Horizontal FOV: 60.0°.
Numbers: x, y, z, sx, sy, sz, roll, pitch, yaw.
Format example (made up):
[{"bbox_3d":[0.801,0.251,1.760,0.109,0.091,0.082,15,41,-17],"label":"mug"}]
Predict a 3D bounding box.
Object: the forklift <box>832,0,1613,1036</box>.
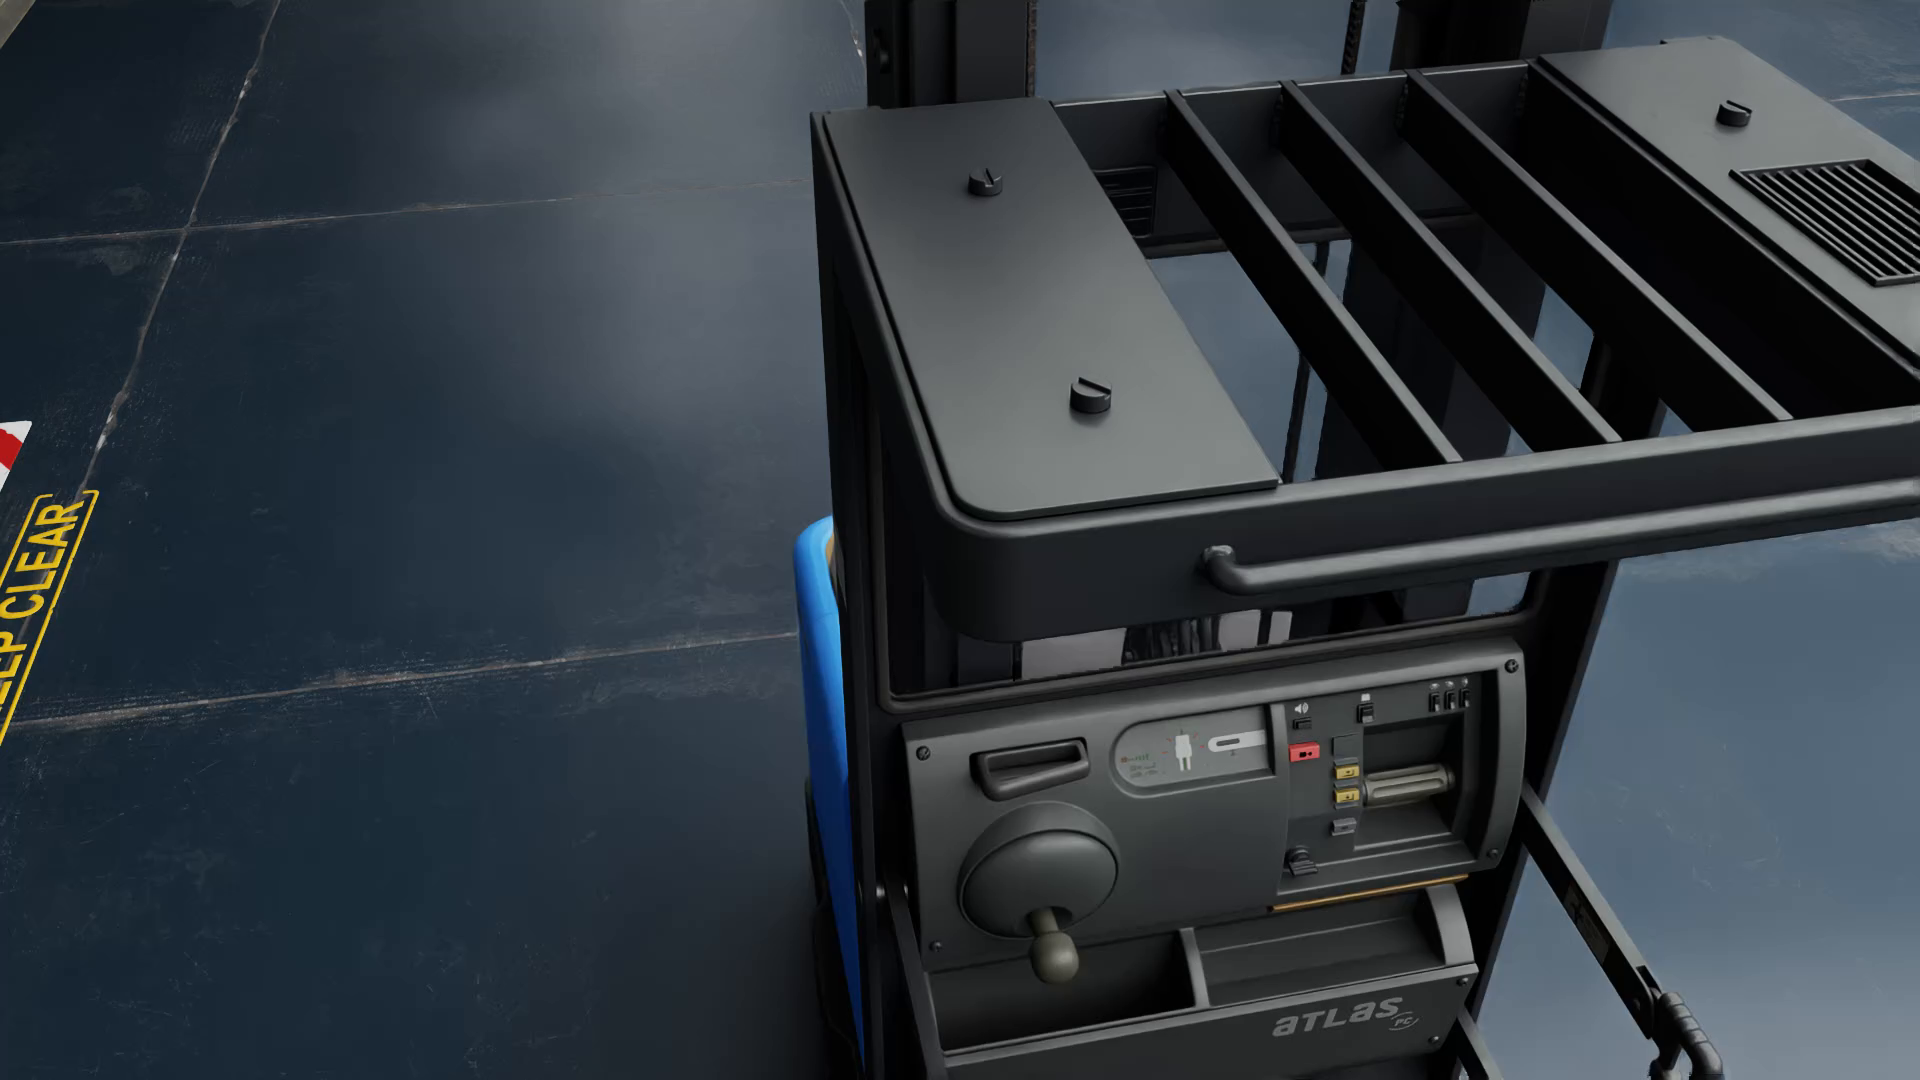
[{"bbox_3d":[0.426,0.466,2.261,1.121,2.935,3.031,-7,38,-9],"label":"forklift"}]
